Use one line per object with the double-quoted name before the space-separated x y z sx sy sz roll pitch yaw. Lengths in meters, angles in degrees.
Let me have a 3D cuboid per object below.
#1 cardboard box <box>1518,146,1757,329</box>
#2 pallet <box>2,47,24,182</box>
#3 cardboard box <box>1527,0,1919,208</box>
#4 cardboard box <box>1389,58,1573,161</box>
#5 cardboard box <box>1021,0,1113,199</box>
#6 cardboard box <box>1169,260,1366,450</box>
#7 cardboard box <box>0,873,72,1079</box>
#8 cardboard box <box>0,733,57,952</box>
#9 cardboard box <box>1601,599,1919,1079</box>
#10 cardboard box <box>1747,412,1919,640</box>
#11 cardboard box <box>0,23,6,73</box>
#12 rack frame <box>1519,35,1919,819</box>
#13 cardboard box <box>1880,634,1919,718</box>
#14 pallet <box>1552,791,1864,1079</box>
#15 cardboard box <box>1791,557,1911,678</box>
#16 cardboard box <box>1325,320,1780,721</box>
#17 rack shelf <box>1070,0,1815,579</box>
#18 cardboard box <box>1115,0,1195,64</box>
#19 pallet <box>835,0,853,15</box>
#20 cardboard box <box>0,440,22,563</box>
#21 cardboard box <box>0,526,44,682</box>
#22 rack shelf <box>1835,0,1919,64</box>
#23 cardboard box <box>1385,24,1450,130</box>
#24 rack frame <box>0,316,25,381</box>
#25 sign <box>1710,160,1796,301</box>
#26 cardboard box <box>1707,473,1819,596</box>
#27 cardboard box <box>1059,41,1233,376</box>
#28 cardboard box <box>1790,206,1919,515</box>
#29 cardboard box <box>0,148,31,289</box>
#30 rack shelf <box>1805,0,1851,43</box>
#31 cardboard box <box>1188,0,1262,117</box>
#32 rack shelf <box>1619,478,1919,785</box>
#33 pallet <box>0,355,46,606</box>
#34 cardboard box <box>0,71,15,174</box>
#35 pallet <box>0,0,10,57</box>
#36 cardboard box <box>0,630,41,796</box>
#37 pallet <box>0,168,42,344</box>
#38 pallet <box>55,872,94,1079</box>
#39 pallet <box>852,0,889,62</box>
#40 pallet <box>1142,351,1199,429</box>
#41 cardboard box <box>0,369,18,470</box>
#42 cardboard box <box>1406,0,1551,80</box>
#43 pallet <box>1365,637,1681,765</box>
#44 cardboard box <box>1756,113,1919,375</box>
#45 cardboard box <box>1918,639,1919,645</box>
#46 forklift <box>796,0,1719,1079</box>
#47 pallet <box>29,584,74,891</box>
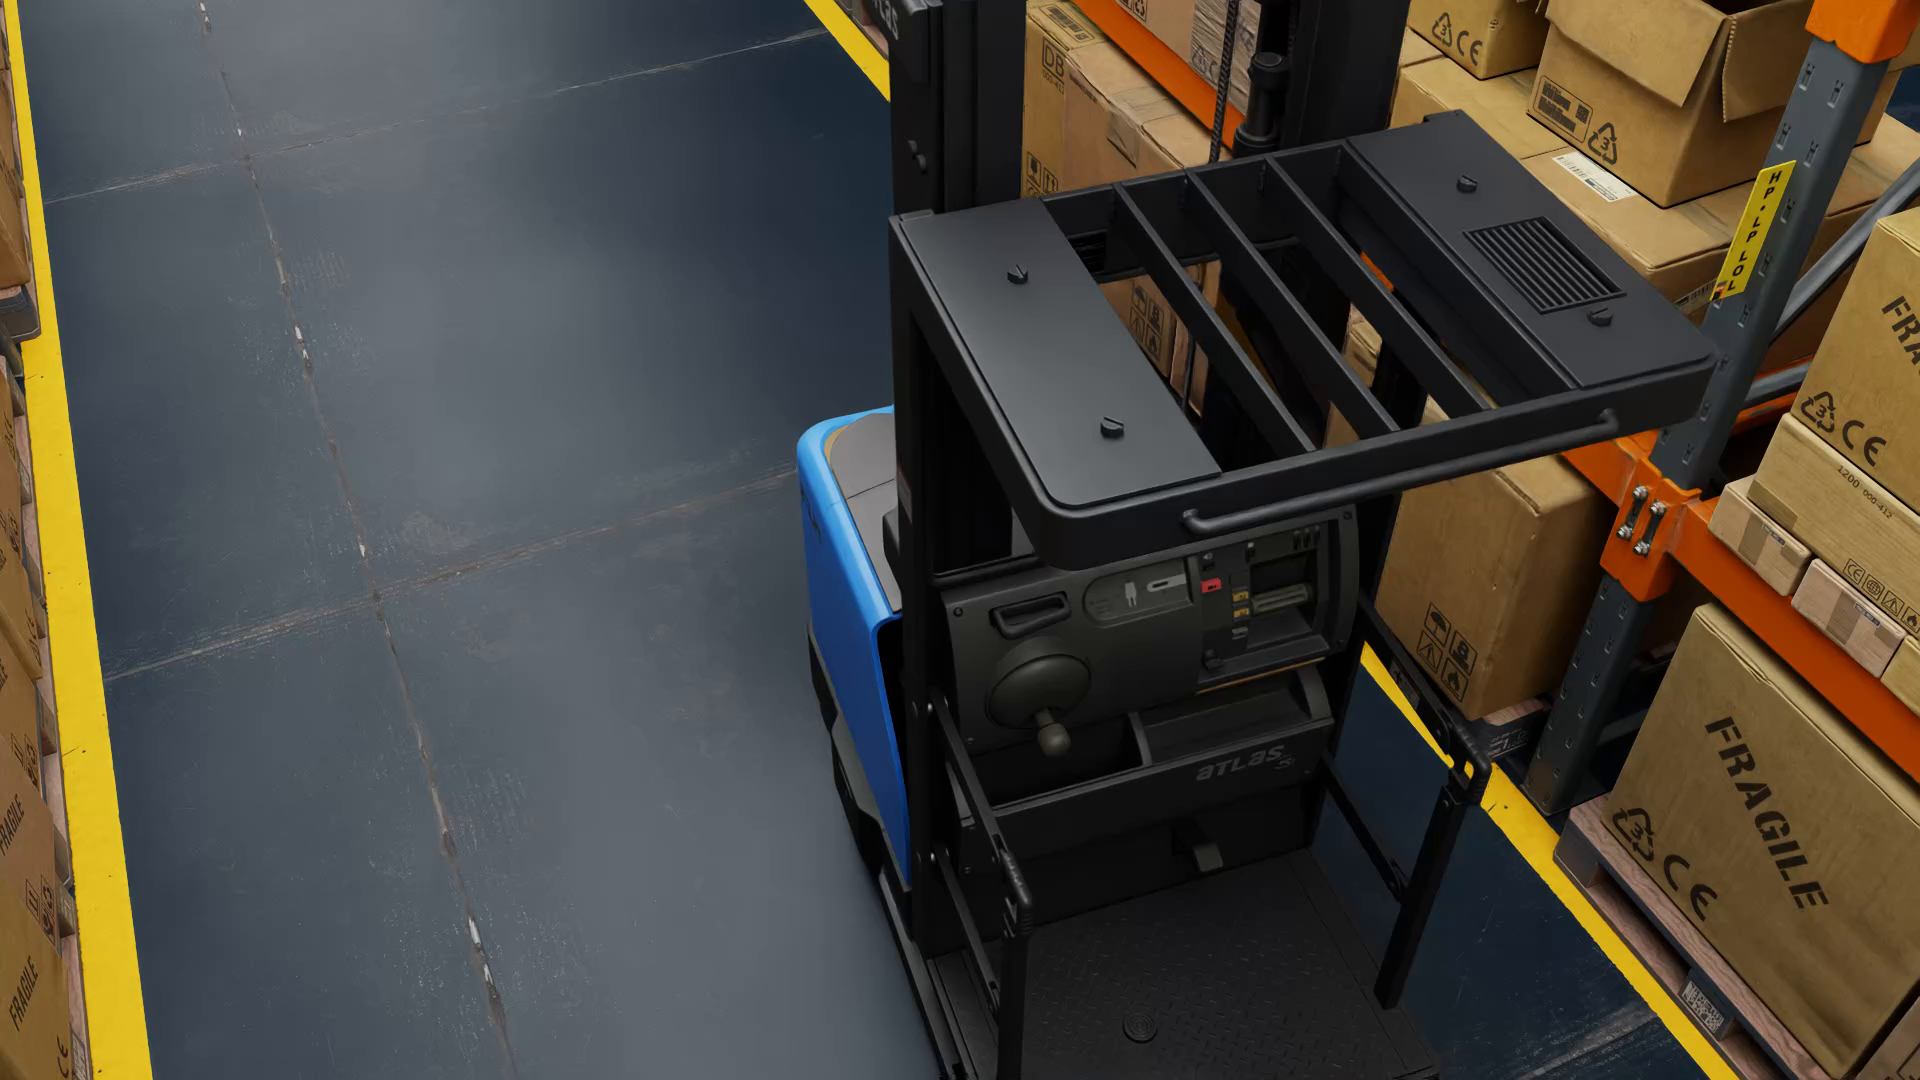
"cardboard box" 1.714 -0.683 4.236 0.500 0.500 0.500 -18 47 -17
"pallet" -4.838 -1.887 7.512 1.003 0.211 1.213 -18 47 -17
"cardboard box" 1.882 -1.228 4.073 0.797 0.503 0.637 -19 48 -18
"cardboard box" 1.512 -1.001 4.557 0.500 0.500 0.500 -17 47 -16
"cardboard box" 0.748 -1.927 6.781 1.225 0.875 0.875 -20 48 -19
"cardboard box" 1.495 -0.795 5.633 1.225 0.875 0.875 -20 48 -19
"cardboard box" -2.454 1.161 3.918 0.500 0.500 0.500 -16 47 -16
"cardboard box" -2.678 0.825 4.259 0.500 0.500 0.500 -16 47 -16
"cardboard box" 2.363 0.621 4.199 0.875 0.875 0.875 -18 47 -17
"cardboard box" 2.118 -0.106 3.617 0.500 0.250 0.500 -19 48 -18
"cardboard box" -5.003 -2.492 7.442 1.050 0.750 0.750 -18 47 -17
"rack frame" 2.159 -0.430 4.050 1.000 3.000 0.127 -18 47 -17
"cardboard box" 2.203 0.281 3.508 0.380 0.149 0.250 -17 47 -16
"pallet" 2.407 1.070 4.515 1.003 0.211 1.213 -18 47 -17
"cardboard box" 2.092 0.113 3.678 0.380 0.149 0.250 -20 48 -19
"cardboard box" 1.871 -0.225 5.056 1.225 0.875 0.875 -18 47 -17
"rack shelf" 1.318 -1.449 5.595 1.077 0.370 4.000 -18 47 -17
"cardboard box" 0.872 -1.971 5.541 0.500 0.500 0.500 -19 48 -18
"pallet" -0.360 -3.261 8.905 1.003 0.211 1.213 -18 47 -17
"cardboard box" -3.337 -0.164 5.262 0.500 0.500 0.500 -16 47 -16
"cardboard box" -3.100 0.168 4.925 0.500 0.500 0.500 -20 48 -19
"rack shelf" 2.999 0.033 1.958 1.077 0.370 4.000 -18 47 -17
"cardboard box" 1.286 -1.331 4.893 0.500 0.500 0.500 -19 48 -18
"rack frame" -4.066 -1.579 5.214 1.000 3.000 0.127 -18 47 -17
"sign" 1.670 -0.648 3.503 0.100 0.325 0.005 -18 47 -17
"cardboard box" 1.981 -0.054 3.848 0.380 0.149 0.250 -18 47 -17
"cardboard box" 1.116 -1.356 6.203 1.225 0.875 0.875 -18 47 -17
"cardboard box" 2.128 -0.369 3.349 0.500 0.500 0.500 -18 47 -17
"cardboard box" -4.240 -1.342 6.277 1.050 0.750 0.750 -19 48 -18
"rack shelf" 1.318 -2.516 4.541 1.077 0.370 4.000 -18 47 -17
"cardboard box" 1.080 -1.652 5.218 0.500 0.500 0.500 -18 47 -17
"rack shelf" 2.999 1.100 3.011 1.077 0.370 4.000 -18 47 -17
"pallet" -3.739 -0.088 5.689 1.003 0.211 1.213 -18 47 -17
"cardboard box" -4.611 -1.898 6.841 1.050 0.750 0.750 -17 47 -17
"pallet" -5.355 -2.666 8.301 1.003 0.211 1.213 -18 47 -17
"cardboard box" -2.911 0.495 4.594 0.500 0.500 0.500 -17 47 -17
"pallet" -4.329 -1.111 6.726 1.003 0.211 1.213 -18 47 -17
"pallet" -2.713 1.467 4.113 1.003 0.211 1.213 -18 47 -17
"pallet" 0.149 -2.485 8.118 1.003 0.211 1.213 -18 47 -17
"pallet" 1.249 -0.686 6.295 1.003 0.211 1.213 -18 47 -17
"cardboard box" -3.552 -0.496 5.598 0.500 0.500 0.500 -18 47 -18
"cardboard box" 1.604 -1.668 4.520 0.797 0.503 0.637 -18 47 -17
"pallet" 1.766 0.093 5.506 1.003 0.211 1.213 -18 47 -17
"cardboard box" 2.192 -0.833 4.387 0.500 0.500 0.500 -18 47 -17
"cardboard box" 2.323 0.212 3.294 0.500 0.250 0.500 -18 47 -18
"forklift" 0.491 0.279 3.381 1.130 2.935 3.031 -13 46 -13
"pallet" -3.230 0.688 4.902 1.003 0.211 1.213 -18 47 -17
